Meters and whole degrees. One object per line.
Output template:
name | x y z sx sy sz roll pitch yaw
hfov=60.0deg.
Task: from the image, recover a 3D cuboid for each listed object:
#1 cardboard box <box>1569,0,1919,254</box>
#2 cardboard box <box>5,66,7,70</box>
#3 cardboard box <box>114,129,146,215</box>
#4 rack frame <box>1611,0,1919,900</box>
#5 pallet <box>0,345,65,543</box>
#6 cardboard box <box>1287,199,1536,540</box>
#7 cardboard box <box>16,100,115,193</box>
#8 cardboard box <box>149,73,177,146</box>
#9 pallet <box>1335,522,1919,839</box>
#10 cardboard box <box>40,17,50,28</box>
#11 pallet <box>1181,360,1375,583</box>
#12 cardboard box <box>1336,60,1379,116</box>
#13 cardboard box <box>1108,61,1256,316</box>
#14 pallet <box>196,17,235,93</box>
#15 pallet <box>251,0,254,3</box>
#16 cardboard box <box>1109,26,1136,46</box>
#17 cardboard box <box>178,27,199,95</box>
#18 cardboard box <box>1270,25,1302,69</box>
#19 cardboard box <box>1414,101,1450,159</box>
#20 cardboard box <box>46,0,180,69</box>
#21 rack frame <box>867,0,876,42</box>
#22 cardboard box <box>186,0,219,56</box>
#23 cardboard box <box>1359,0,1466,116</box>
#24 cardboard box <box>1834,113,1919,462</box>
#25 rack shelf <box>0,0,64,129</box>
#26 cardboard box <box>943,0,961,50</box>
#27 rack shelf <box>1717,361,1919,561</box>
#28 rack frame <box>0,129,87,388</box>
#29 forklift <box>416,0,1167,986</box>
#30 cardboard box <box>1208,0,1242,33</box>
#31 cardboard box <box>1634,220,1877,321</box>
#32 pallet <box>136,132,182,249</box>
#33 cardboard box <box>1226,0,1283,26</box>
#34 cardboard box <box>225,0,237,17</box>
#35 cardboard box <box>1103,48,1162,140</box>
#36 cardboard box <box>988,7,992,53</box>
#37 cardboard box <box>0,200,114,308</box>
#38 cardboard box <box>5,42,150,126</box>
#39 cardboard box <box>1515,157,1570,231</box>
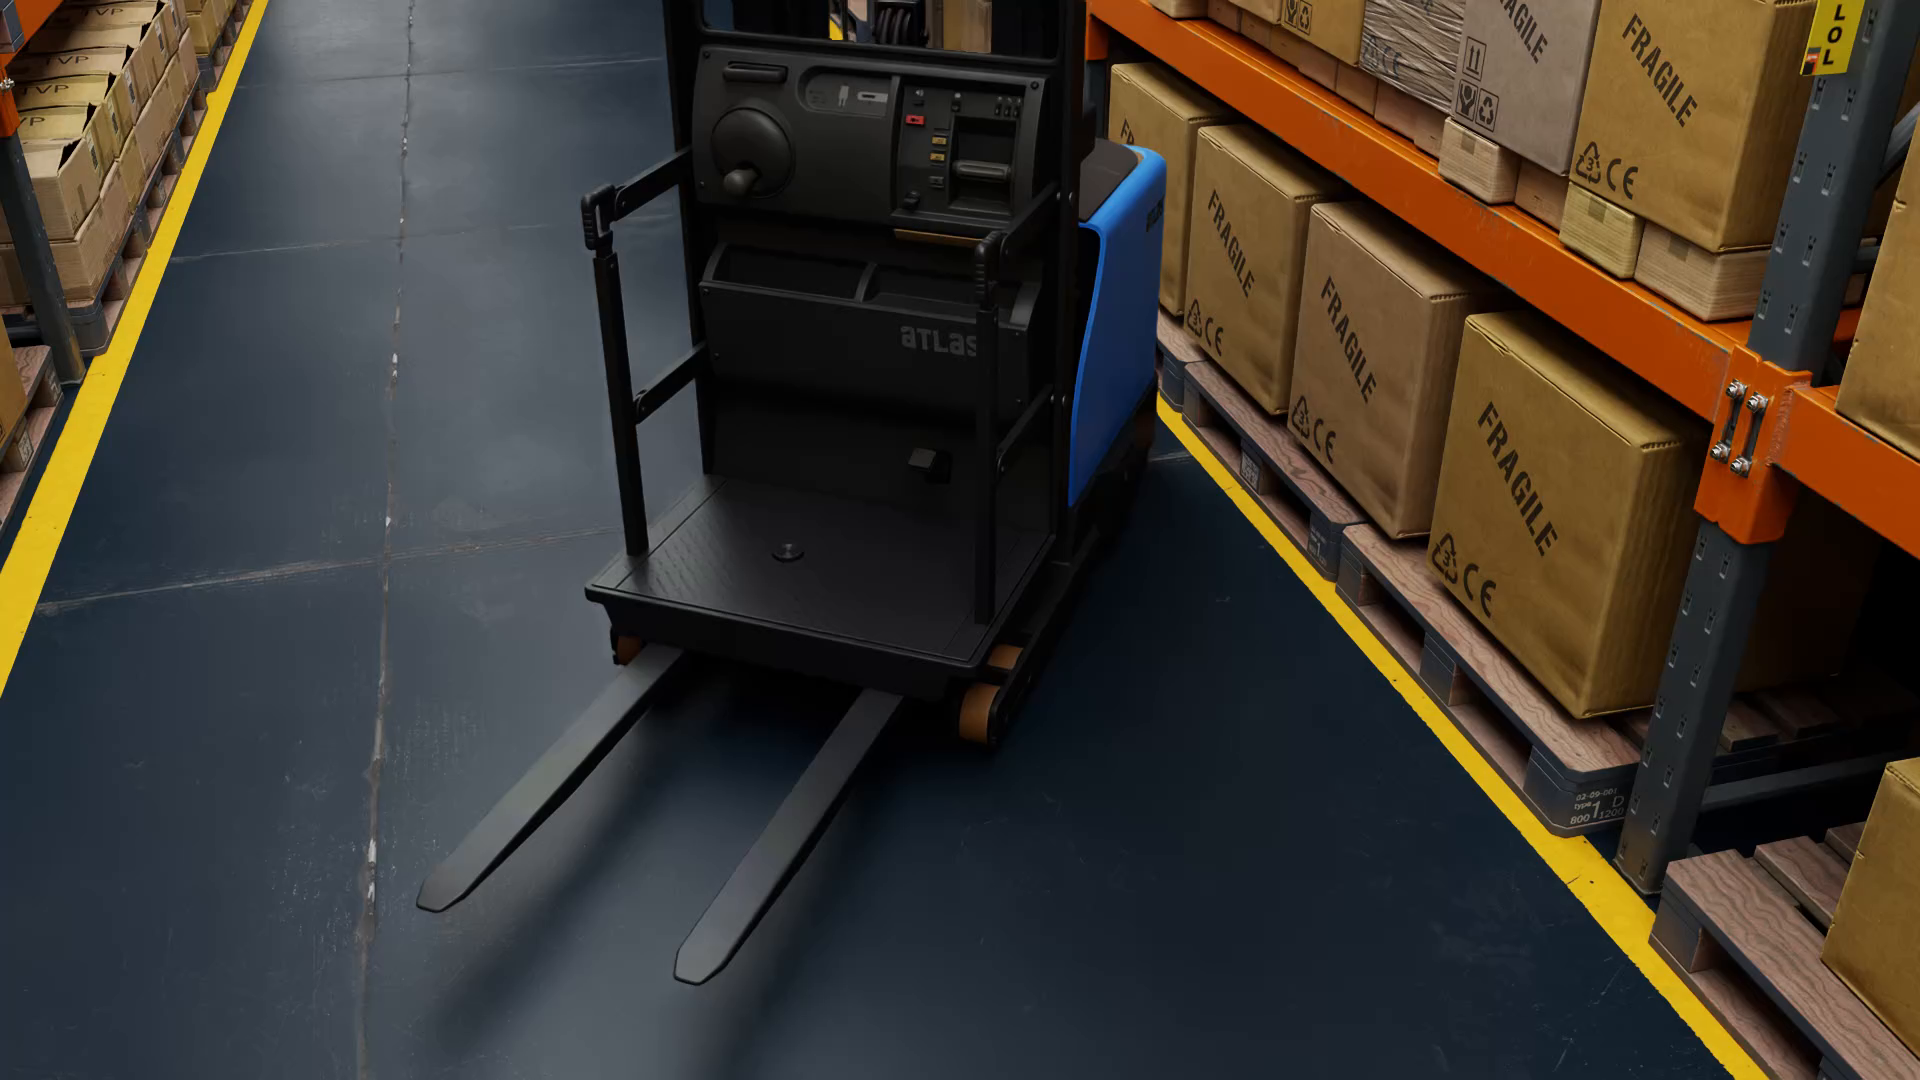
cardboard box | 1.671 -0.938 3.460 0.500 0.500 0.500 -8 31 -14
cardboard box | -4.583 -2.031 7.530 0.500 0.311 0.500 -7 31 -12
cardboard box | -3.934 -1.616 7.374 0.500 0.250 0.500 -9 31 -15
rack frame | 2.037 -0.568 3.237 1.000 3.000 0.127 -8 31 -13
pallet | -3.638 -0.267 5.501 1.003 0.211 1.213 -8 31 -13
cardboard box | 1.500 -0.545 4.924 0.750 0.750 0.750 -7 31 -12
cardboard box | -3.803 -1.619 6.818 0.500 0.311 0.500 -9 31 -15
cardboard box | -4.203 -2.110 8.227 0.500 0.250 0.500 -7 31 -12
pallet | 1.759 0.276 4.562 1.003 0.211 1.213 -8 31 -13
cardboard box | -4.864 -2.531 8.394 0.500 0.311 0.500 -8 31 -14
pallet | 1.432 -0.314 5.582 1.003 0.211 1.213 -8 31 -13
cardboard box | 1.320 -1.343 4.807 0.380 0.149 0.250 -7 31 -12
cardboard box | 1.044 -1.379 6.365 0.750 0.750 0.750 -8 31 -14
pallet | -5.032 -2.954 10.143 1.003 0.211 1.213 -8 31 -13
pallet | -5.680 -4.133 12.180 1.003 0.211 1.213 -8 31 -13
cardboard box | 0.643 -2.558 7.982 0.500 0.250 0.500 -7 31 -12
cardboard box | -4.472 -2.602 9.076 0.500 0.250 0.500 -8 31 -14
cardboard box | 1.207 -1.593 5.238 0.380 0.149 0.250 -7 31 -13
cardboard box | 1.431 -1.090 4.370 0.380 0.149 0.250 -8 31 -13
cardboard box | -4.334 -2.598 8.510 0.500 0.311 0.500 -7 31 -12
rack frame | -0.087 -4.432 9.913 1.000 3.000 0.127 -8 31 -13
cardboard box | -4.693 -3.028 9.812 0.500 0.250 0.500 -8 31 -13
cardboard box | 1.401 -1.427 4.305 0.500 0.500 0.500 -8 31 -13
cardboard box | 2.165 -0.434 2.706 0.980 0.700 0.700 -7 31 -13
rack shelf | -4.331 -2.494 7.283 1.077 0.370 4.000 -8 31 -13
cardboard box | 0.310 -2.944 9.399 0.700 0.500 0.500 -8 31 -14
rack shelf | 2.567 0.709 1.749 1.077 0.370 4.000 -8 31 -13
rack frame | -3.800 -1.840 5.434 1.000 3.000 0.127 -8 31 -13
forklift | -0.313 -0.966 3.994 1.130 2.935 3.031 10 32 17
cardboard box | 1.072 -1.843 5.670 0.380 0.149 0.250 -8 31 -14
cardboard box | 1.674 -0.594 3.512 0.380 0.149 0.250 -8 31 -13
pallet | -4.301 -1.624 7.845 1.003 0.211 1.213 -8 31 -13
cardboard box | 1.118 -1.918 5.153 0.500 0.500 0.500 -8 31 -13
cardboard box | -4.948 -3.512 10.649 0.500 0.250 0.500 -8 31 -13
cardboard box | 0.734 -1.949 7.680 0.700 0.500 0.500 -7 31 -13
cardboard box | 0.550 -2.450 8.545 0.700 0.500 0.500 -8 31 -14
cardboard box | -3.656 -1.123 6.522 0.500 0.250 0.500 -8 31 -13
cardboard box | -4.074 -2.114 7.673 0.500 0.311 0.500 -8 31 -14
cardboard box | 1.559 -0.844 3.944 0.380 0.149 0.250 -7 31 -12
